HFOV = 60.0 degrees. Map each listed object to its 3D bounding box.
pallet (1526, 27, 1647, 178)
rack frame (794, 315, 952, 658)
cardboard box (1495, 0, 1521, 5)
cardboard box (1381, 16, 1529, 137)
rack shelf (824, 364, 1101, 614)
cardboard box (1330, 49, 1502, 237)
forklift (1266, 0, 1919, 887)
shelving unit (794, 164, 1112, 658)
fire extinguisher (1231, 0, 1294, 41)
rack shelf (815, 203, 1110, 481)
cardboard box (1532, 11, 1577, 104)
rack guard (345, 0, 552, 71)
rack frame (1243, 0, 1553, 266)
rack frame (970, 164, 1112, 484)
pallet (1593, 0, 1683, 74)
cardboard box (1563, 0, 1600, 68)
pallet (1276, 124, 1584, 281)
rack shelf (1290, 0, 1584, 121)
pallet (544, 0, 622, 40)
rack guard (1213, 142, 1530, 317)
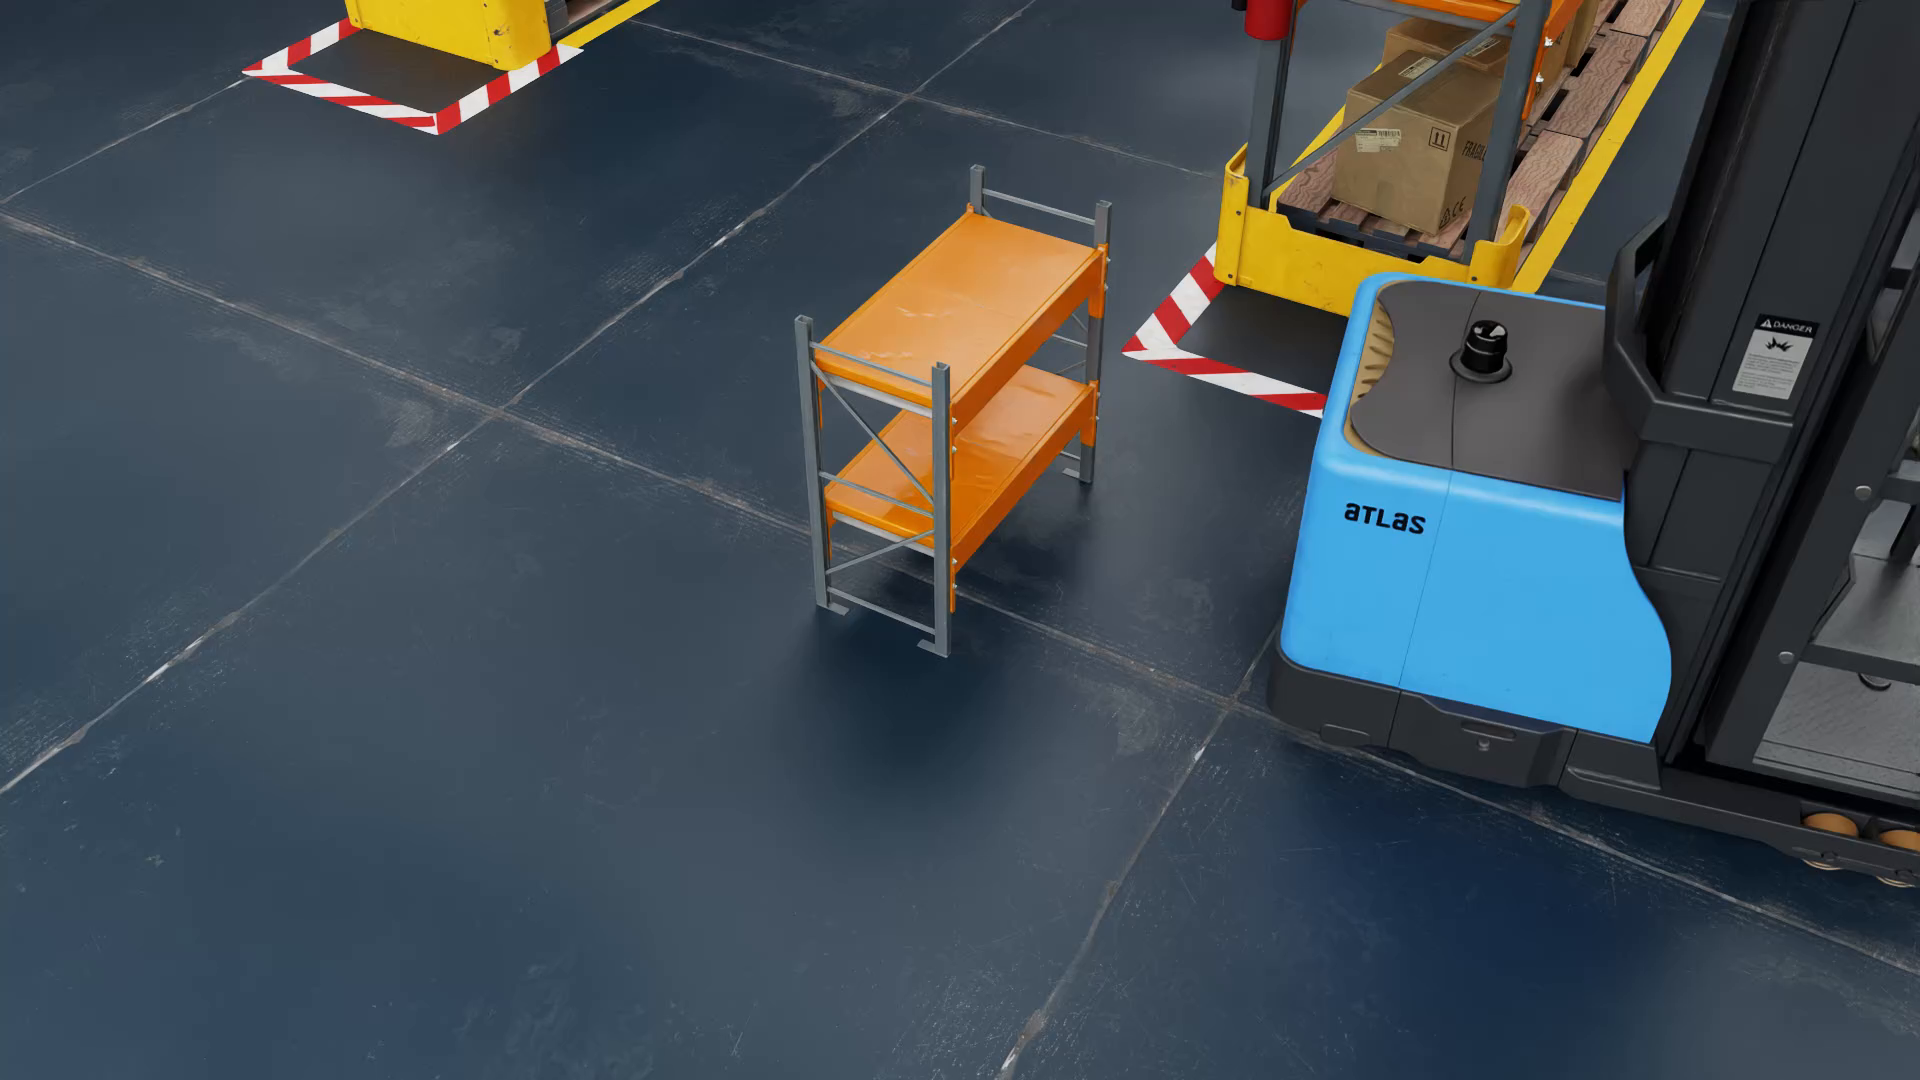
[{"bbox_3d":[2.686,-2.237,8.131,1.003,0.211,1.213,21,45,22],"label":"pallet"},{"bbox_3d":[-0.251,-0.135,5.052,0.500,1.125,0.032,21,45,22],"label":"rack frame"},{"bbox_3d":[1.948,-2.082,6.034,0.380,0.149,0.250,21,45,22],"label":"cardboard box"},{"bbox_3d":[2.196,-2.016,7.344,0.500,0.500,0.500,-33,51,-32],"label":"cardboard box"},{"bbox_3d":[0.003,-0.243,5.544,0.538,0.278,1.000,21,45,22],"label":"rack shelf"},{"bbox_3d":[1.926,-1.663,6.942,0.500,0.500,0.500,30,49,29],"label":"cardboard box"},{"bbox_3d":[2.510,-0.527,4.130,3.031,2.935,1.130,12,43,13],"label":"forklift"},{"bbox_3d":[0.003,-0.426,5.383,0.538,1.125,1.048,21,45,22],"label":"shelving unit"},{"bbox_3d":[1.143,-2.150,5.980,0.296,0.674,0.183,21,45,22],"label":"fire extinguisher"},{"bbox_3d":[0.003,-0.646,5.189,0.538,0.278,1.000,21,45,22],"label":"rack shelf"},{"bbox_3d":[2.525,-2.368,7.743,0.500,0.500,0.500,25,47,26],"label":"cardboard box"},{"bbox_3d":[-2.692,-2.851,8.609,1.175,0.500,0.348,21,45,22],"label":"rack guard"},{"bbox_3d":[1.599,-2.092,5.856,1.000,3.000,0.127,21,45,22],"label":"rack frame"},{"bbox_3d":[0.258,-0.717,5.713,0.500,1.125,0.032,21,45,22],"label":"rack frame"},{"bbox_3d":[3.295,-2.938,8.926,1.003,0.211,1.213,21,45,22],"label":"pallet"},{"bbox_3d":[2.843,-2.673,8.089,0.500,0.500,0.500,17,44,18],"label":"cardboard box"},{"bbox_3d":[2.074,-1.542,7.341,1.003,0.211,1.213,21,45,22],"label":"pallet"},{"bbox_3d":[2.600,-2.966,7.393,1.077,0.370,4.000,21,45,22],"label":"rack shelf"},{"bbox_3d":[-2.280,-3.205,9.230,1.003,0.211,1.213,21,45,22],"label":"pallet"},{"bbox_3d":[1.637,-1.197,6.731,1.175,0.500,0.348,21,45,22],"label":"rack guard"}]
